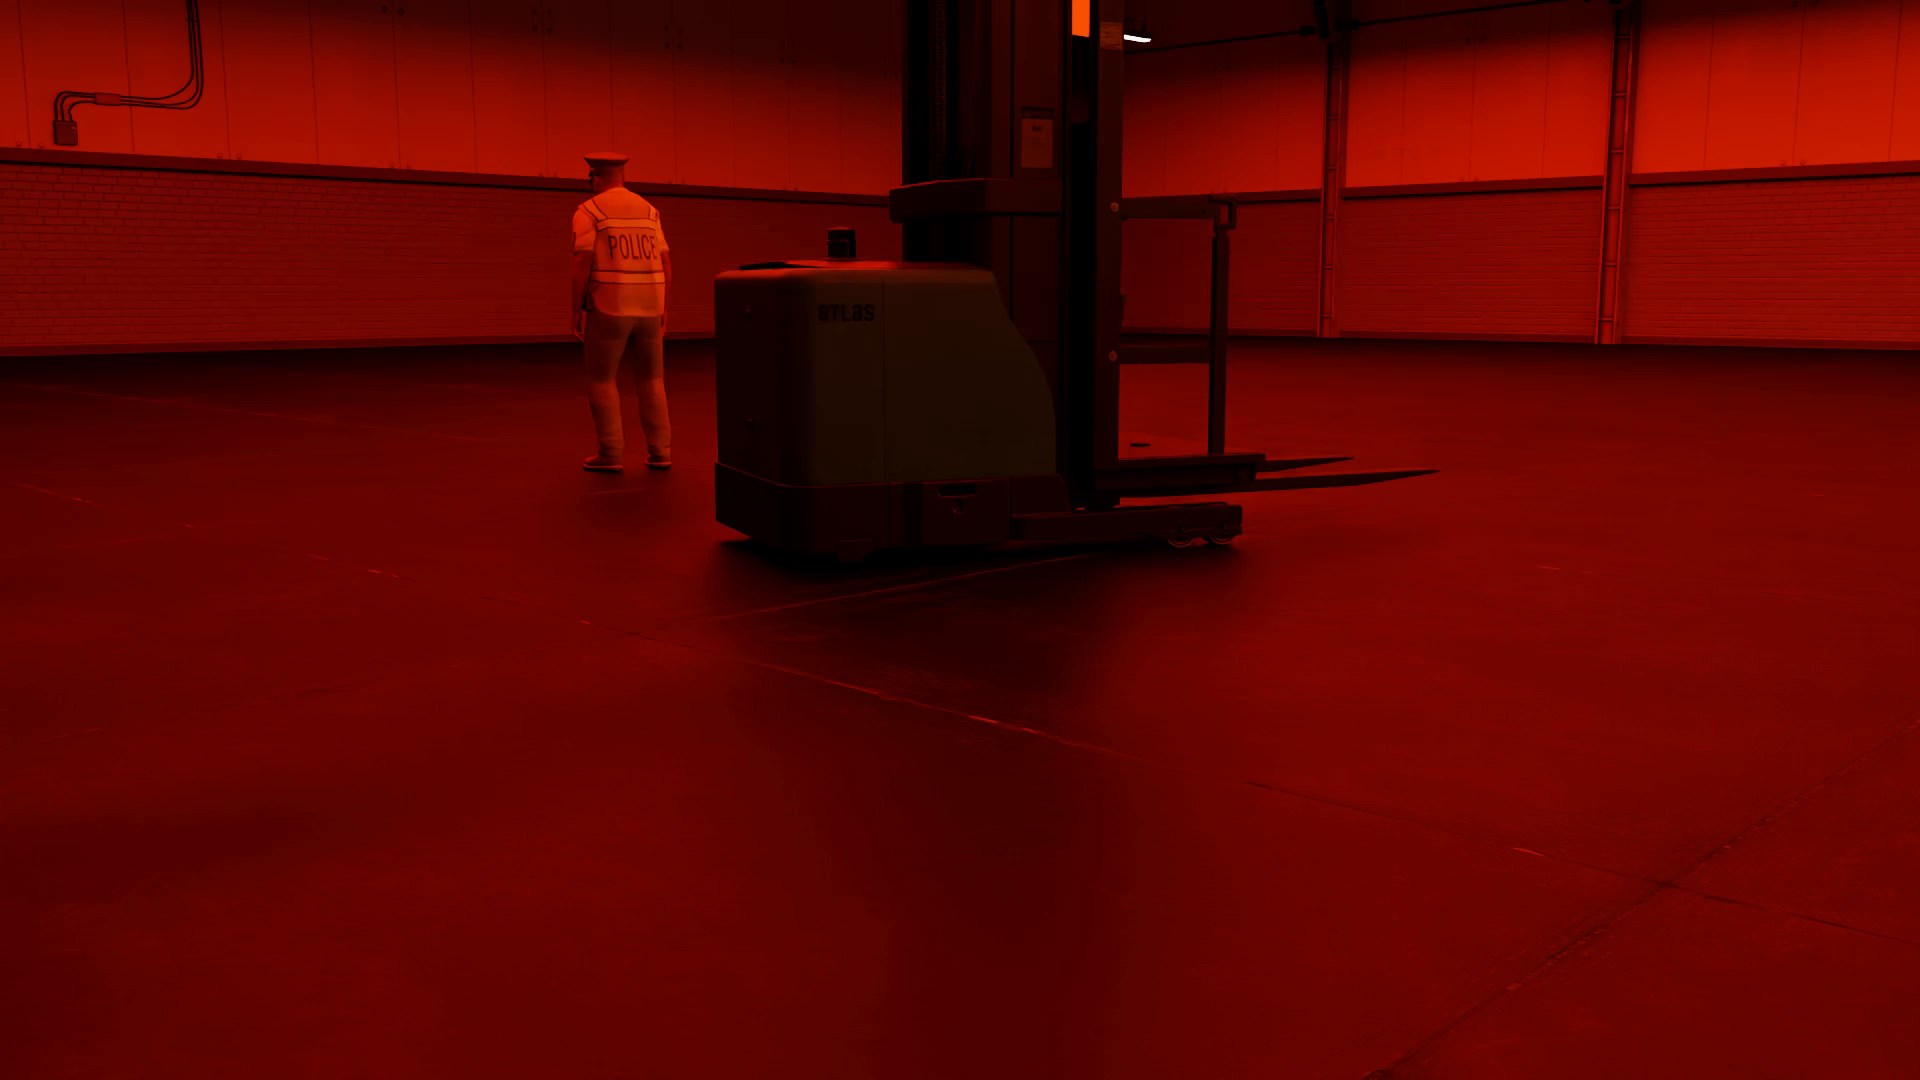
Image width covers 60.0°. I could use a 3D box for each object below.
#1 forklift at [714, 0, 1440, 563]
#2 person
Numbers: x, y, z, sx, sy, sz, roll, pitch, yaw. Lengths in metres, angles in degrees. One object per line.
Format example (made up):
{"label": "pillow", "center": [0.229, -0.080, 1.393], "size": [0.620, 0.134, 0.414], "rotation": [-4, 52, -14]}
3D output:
{"label": "forklift", "center": [0.571, -1.487, 6.747], "size": [3.031, 2.935, 1.130], "rotation": [-4, 9, -23]}
{"label": "person", "center": [-1.866, -1.261, 9.216], "size": [0.606, 1.747, 0.442], "rotation": [-6, 11, -36]}
